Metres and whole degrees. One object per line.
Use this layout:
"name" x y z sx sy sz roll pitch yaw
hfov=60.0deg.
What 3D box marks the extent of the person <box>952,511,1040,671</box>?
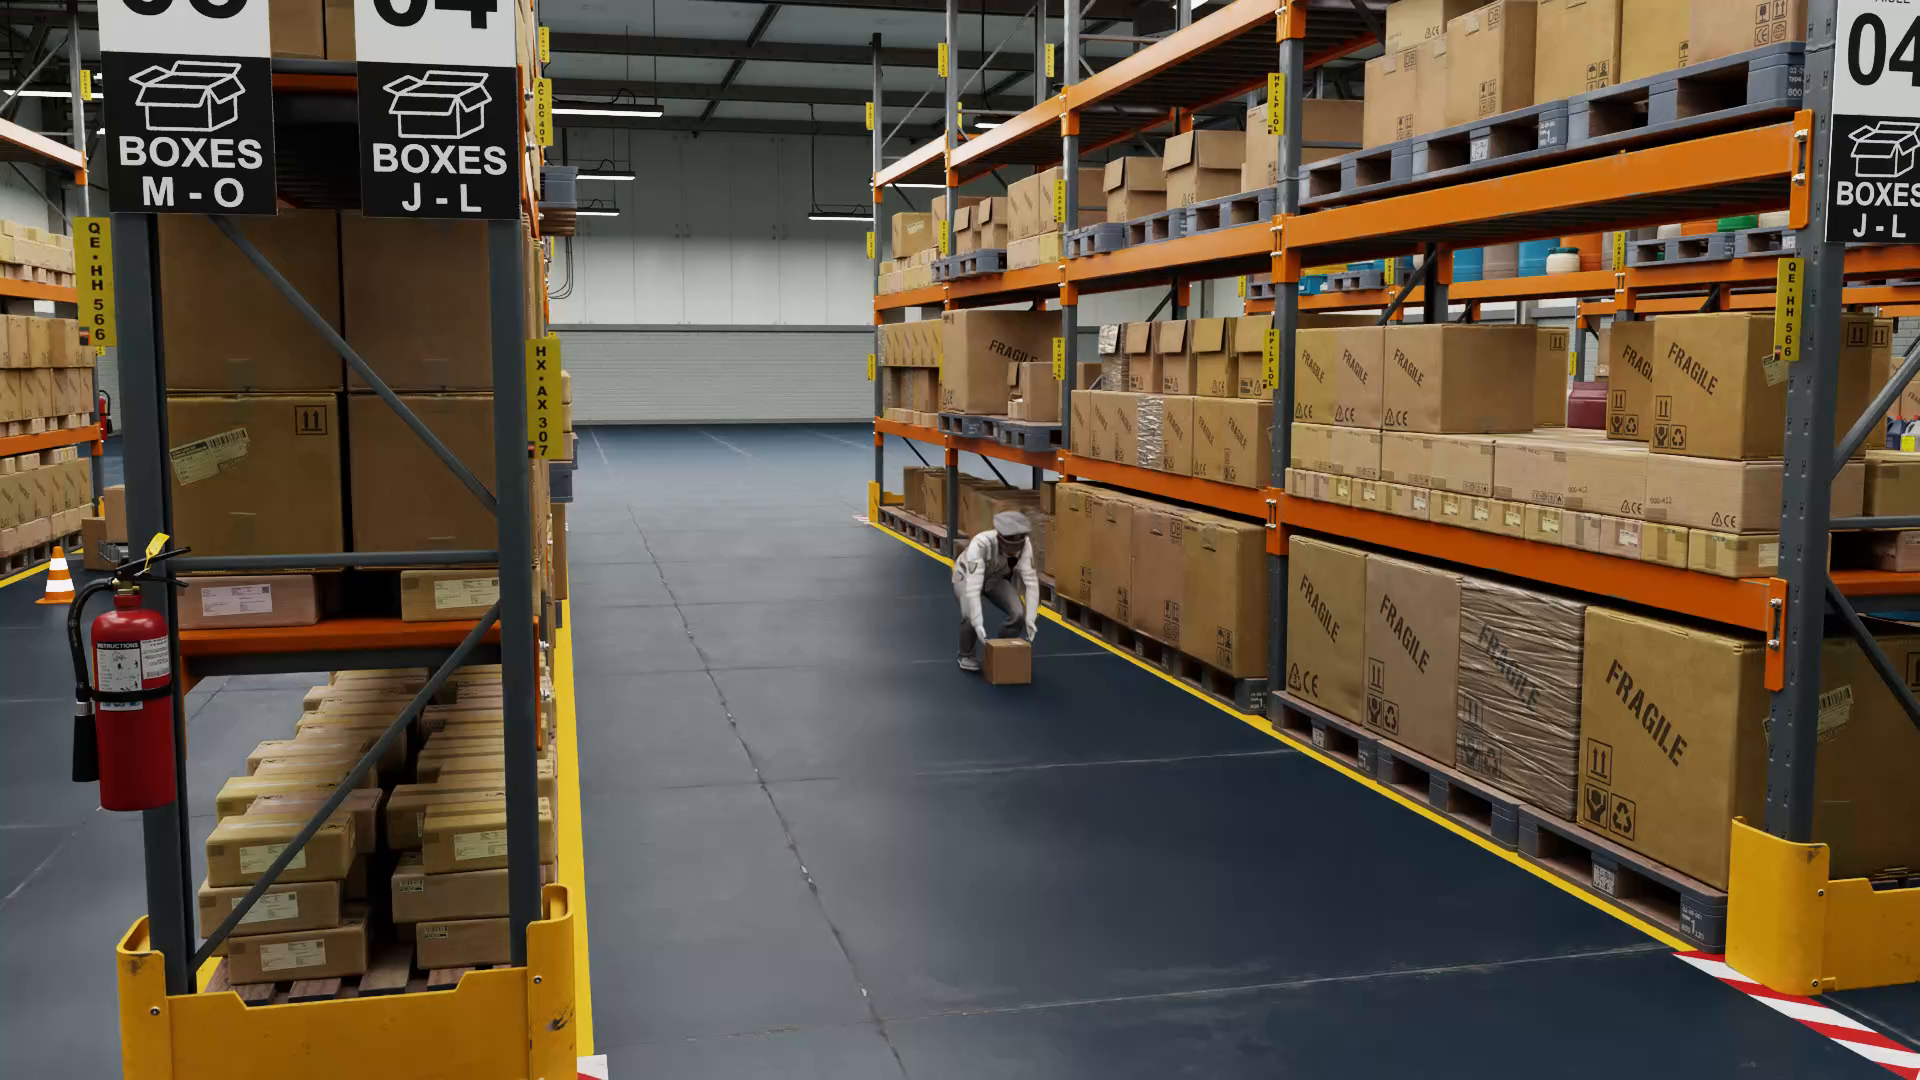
"person" 0.239 0.328 10.913 0.505 1.075 0.826 -2 6 -15
